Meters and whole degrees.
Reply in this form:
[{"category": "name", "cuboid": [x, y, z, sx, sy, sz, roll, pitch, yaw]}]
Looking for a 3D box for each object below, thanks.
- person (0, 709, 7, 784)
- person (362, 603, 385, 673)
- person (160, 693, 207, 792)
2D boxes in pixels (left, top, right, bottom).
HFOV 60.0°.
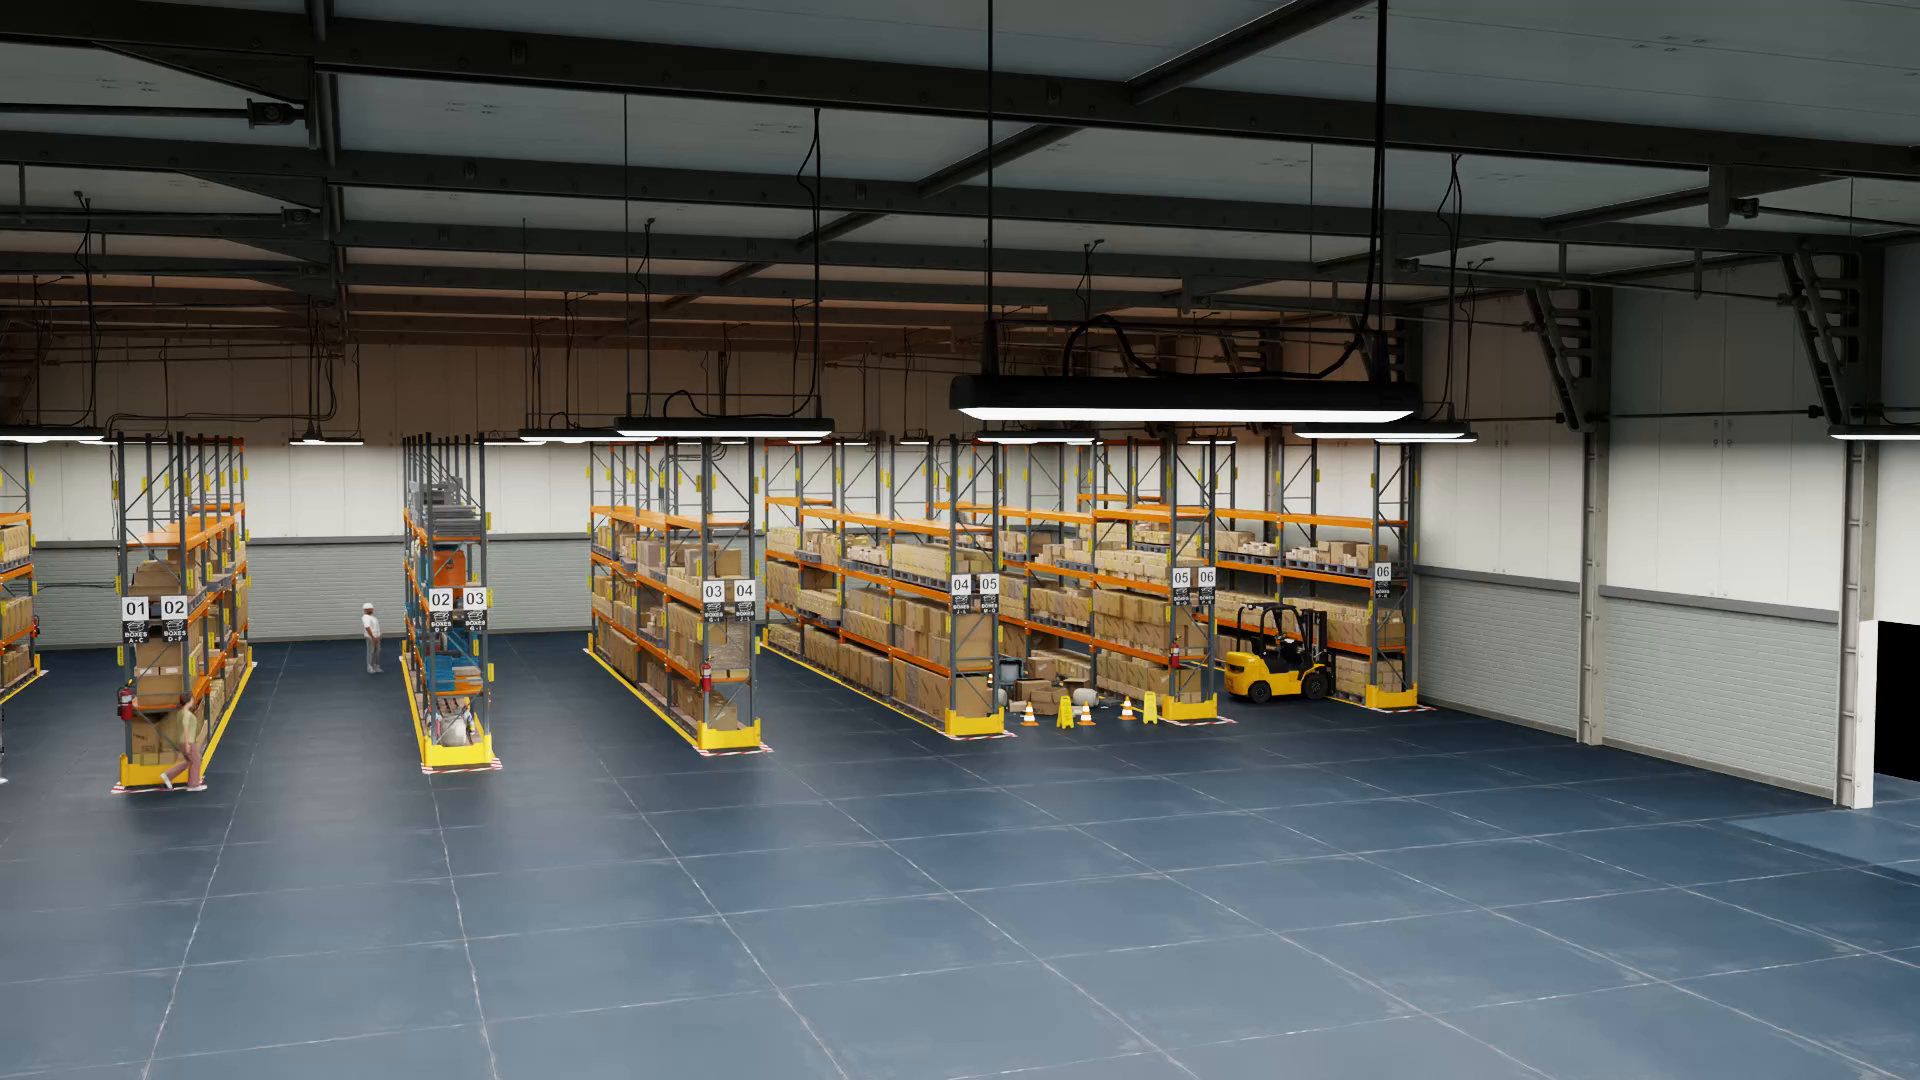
[{"category": "person", "cuboid": [-16.492, 3.333, 28.395, 0.374, 1.699, 0.530, -1, 3, -16]}, {"category": "person", "cuboid": [-14.953, 2.504, 42.385, 0.599, 1.795, 0.651, 1, 3, 18]}, {"category": "person", "cuboid": [-12.857, 3.360, 27.525, 0.698, 1.645, 0.474, -2, 4, -31]}]
